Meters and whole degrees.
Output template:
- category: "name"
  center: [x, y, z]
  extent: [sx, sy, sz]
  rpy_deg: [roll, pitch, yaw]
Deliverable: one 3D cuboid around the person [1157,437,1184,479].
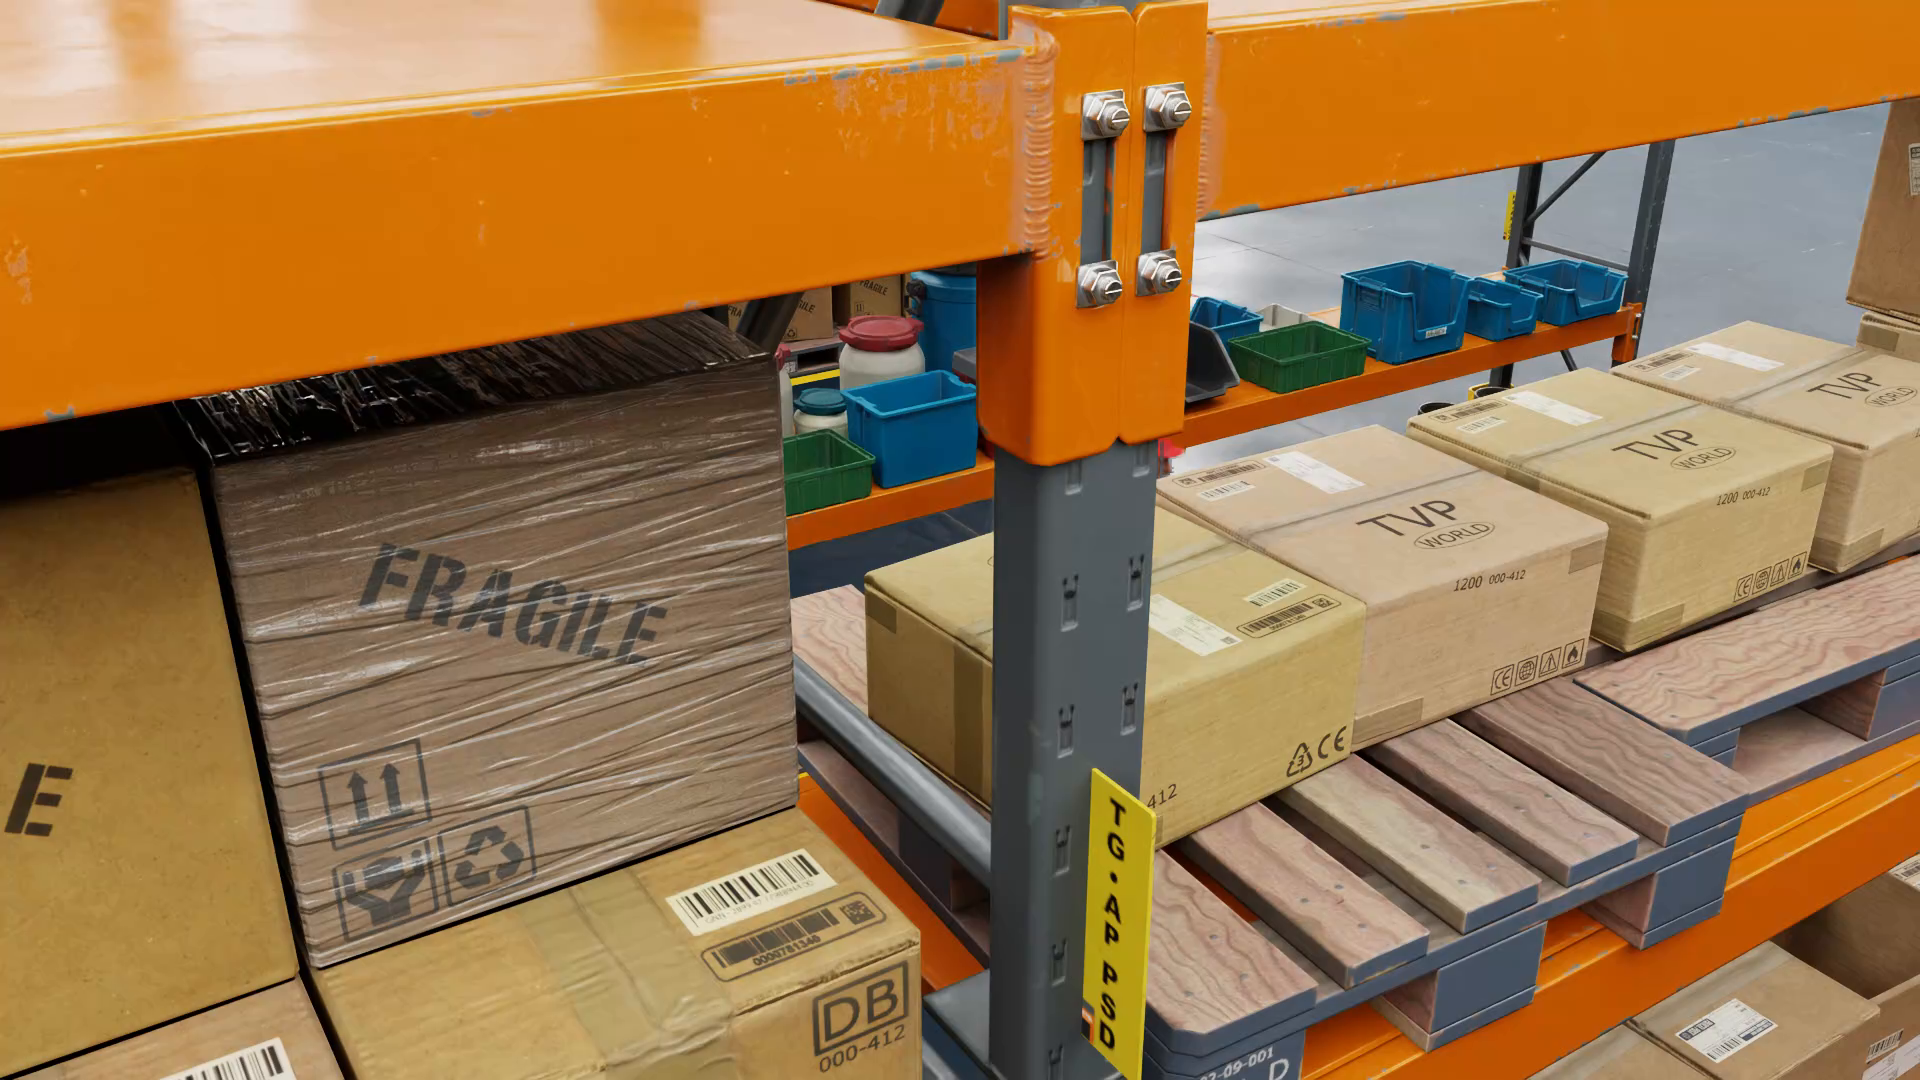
- category: "person"
  center: [0.708, 0.358, 7.354]
  extent: [0.621, 1.816, 0.637]
  rpy_deg: [2, 25, 4]
